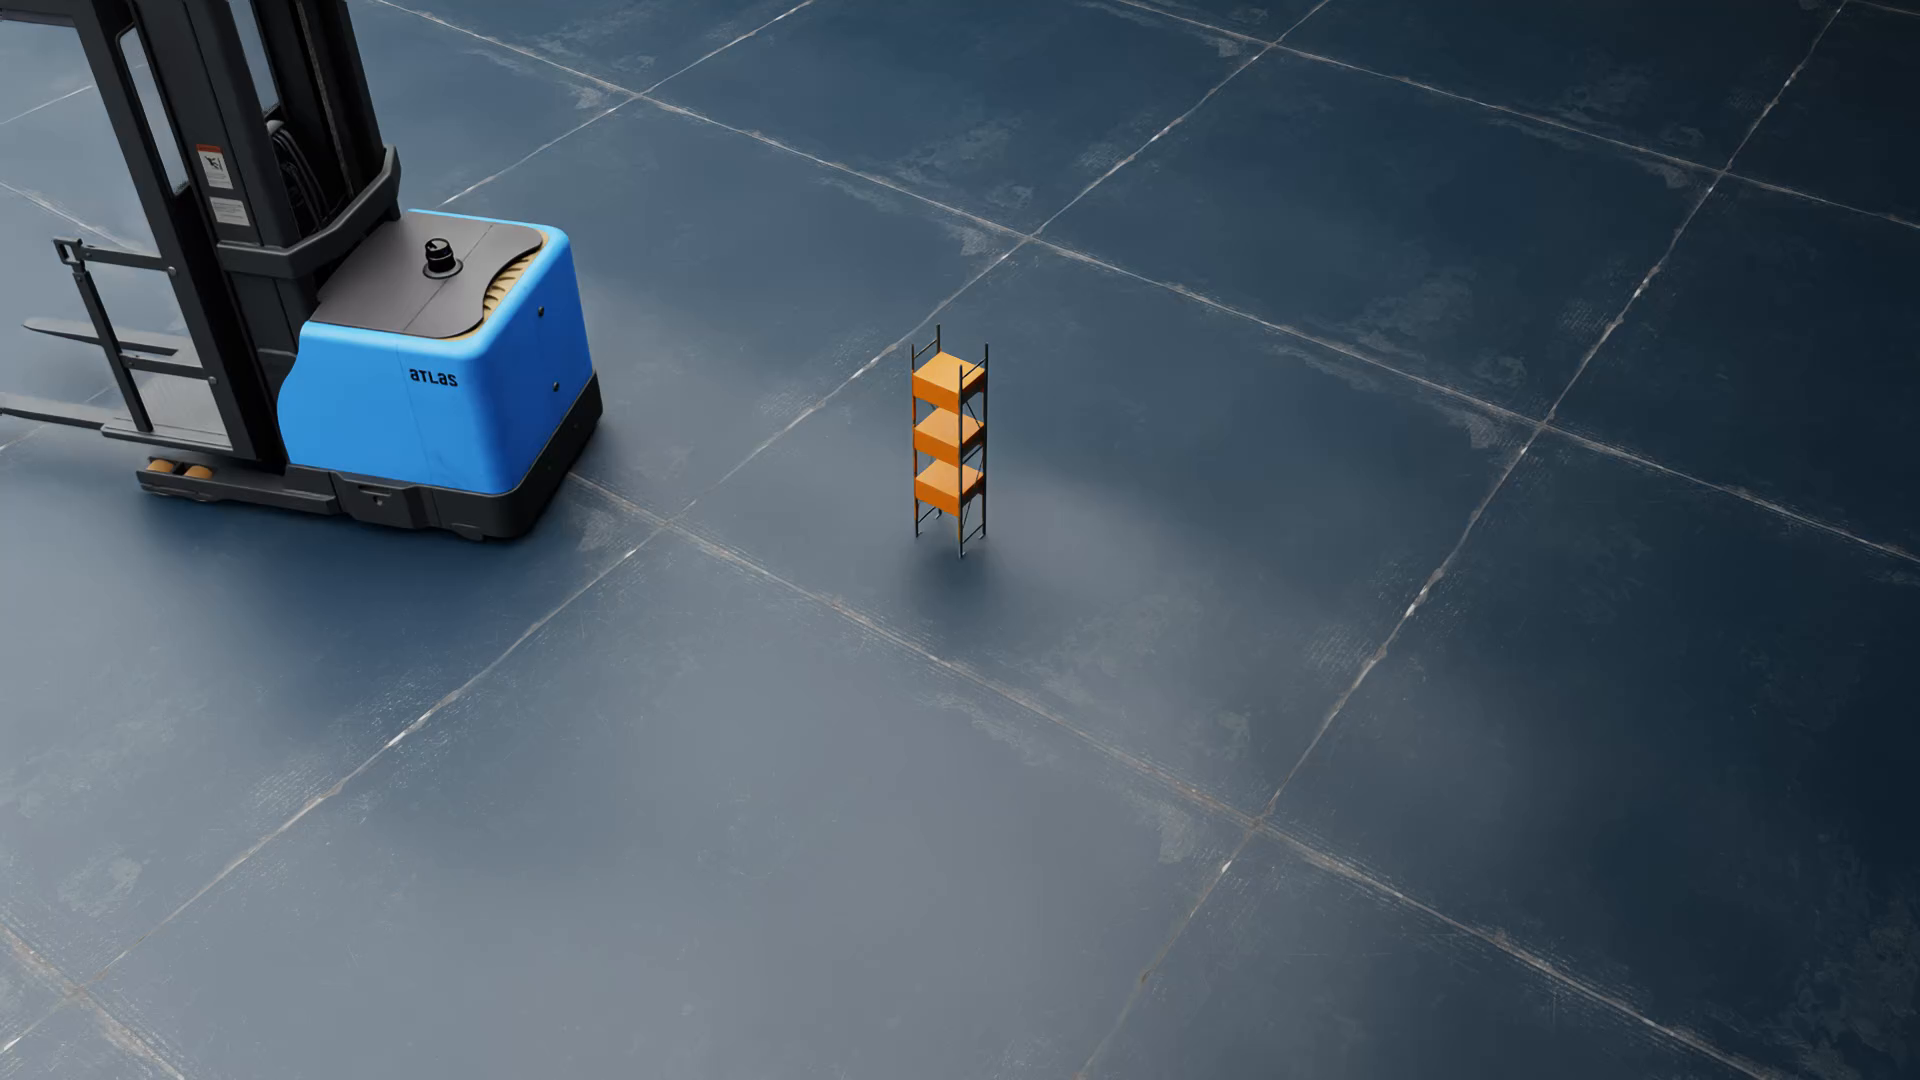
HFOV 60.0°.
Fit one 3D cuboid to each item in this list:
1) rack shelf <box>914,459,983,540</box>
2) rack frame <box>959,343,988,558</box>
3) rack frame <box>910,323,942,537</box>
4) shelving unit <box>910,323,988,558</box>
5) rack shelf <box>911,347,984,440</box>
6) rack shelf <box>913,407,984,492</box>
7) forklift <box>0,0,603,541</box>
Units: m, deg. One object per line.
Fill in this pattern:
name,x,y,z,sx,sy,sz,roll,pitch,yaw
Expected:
rack shelf,-0.044,-0.197,7.364,0.240,0.259,0.215,25,48,25
rack frame,0.056,-0.365,7.119,0.008,1.050,0.200,25,48,25
rack frame,-0.144,-0.458,7.223,0.008,1.050,0.200,25,48,25
shelving unit,-0.044,-0.412,7.171,0.252,1.050,0.215,25,48,25
rack shelf,-0.044,-0.615,6.989,0.240,0.259,0.215,25,48,25
rack shelf,-0.044,-0.404,7.178,0.240,0.259,0.215,25,48,25
forklift,-3.310,-1.603,7.091,3.031,2.935,1.130,9,43,10
